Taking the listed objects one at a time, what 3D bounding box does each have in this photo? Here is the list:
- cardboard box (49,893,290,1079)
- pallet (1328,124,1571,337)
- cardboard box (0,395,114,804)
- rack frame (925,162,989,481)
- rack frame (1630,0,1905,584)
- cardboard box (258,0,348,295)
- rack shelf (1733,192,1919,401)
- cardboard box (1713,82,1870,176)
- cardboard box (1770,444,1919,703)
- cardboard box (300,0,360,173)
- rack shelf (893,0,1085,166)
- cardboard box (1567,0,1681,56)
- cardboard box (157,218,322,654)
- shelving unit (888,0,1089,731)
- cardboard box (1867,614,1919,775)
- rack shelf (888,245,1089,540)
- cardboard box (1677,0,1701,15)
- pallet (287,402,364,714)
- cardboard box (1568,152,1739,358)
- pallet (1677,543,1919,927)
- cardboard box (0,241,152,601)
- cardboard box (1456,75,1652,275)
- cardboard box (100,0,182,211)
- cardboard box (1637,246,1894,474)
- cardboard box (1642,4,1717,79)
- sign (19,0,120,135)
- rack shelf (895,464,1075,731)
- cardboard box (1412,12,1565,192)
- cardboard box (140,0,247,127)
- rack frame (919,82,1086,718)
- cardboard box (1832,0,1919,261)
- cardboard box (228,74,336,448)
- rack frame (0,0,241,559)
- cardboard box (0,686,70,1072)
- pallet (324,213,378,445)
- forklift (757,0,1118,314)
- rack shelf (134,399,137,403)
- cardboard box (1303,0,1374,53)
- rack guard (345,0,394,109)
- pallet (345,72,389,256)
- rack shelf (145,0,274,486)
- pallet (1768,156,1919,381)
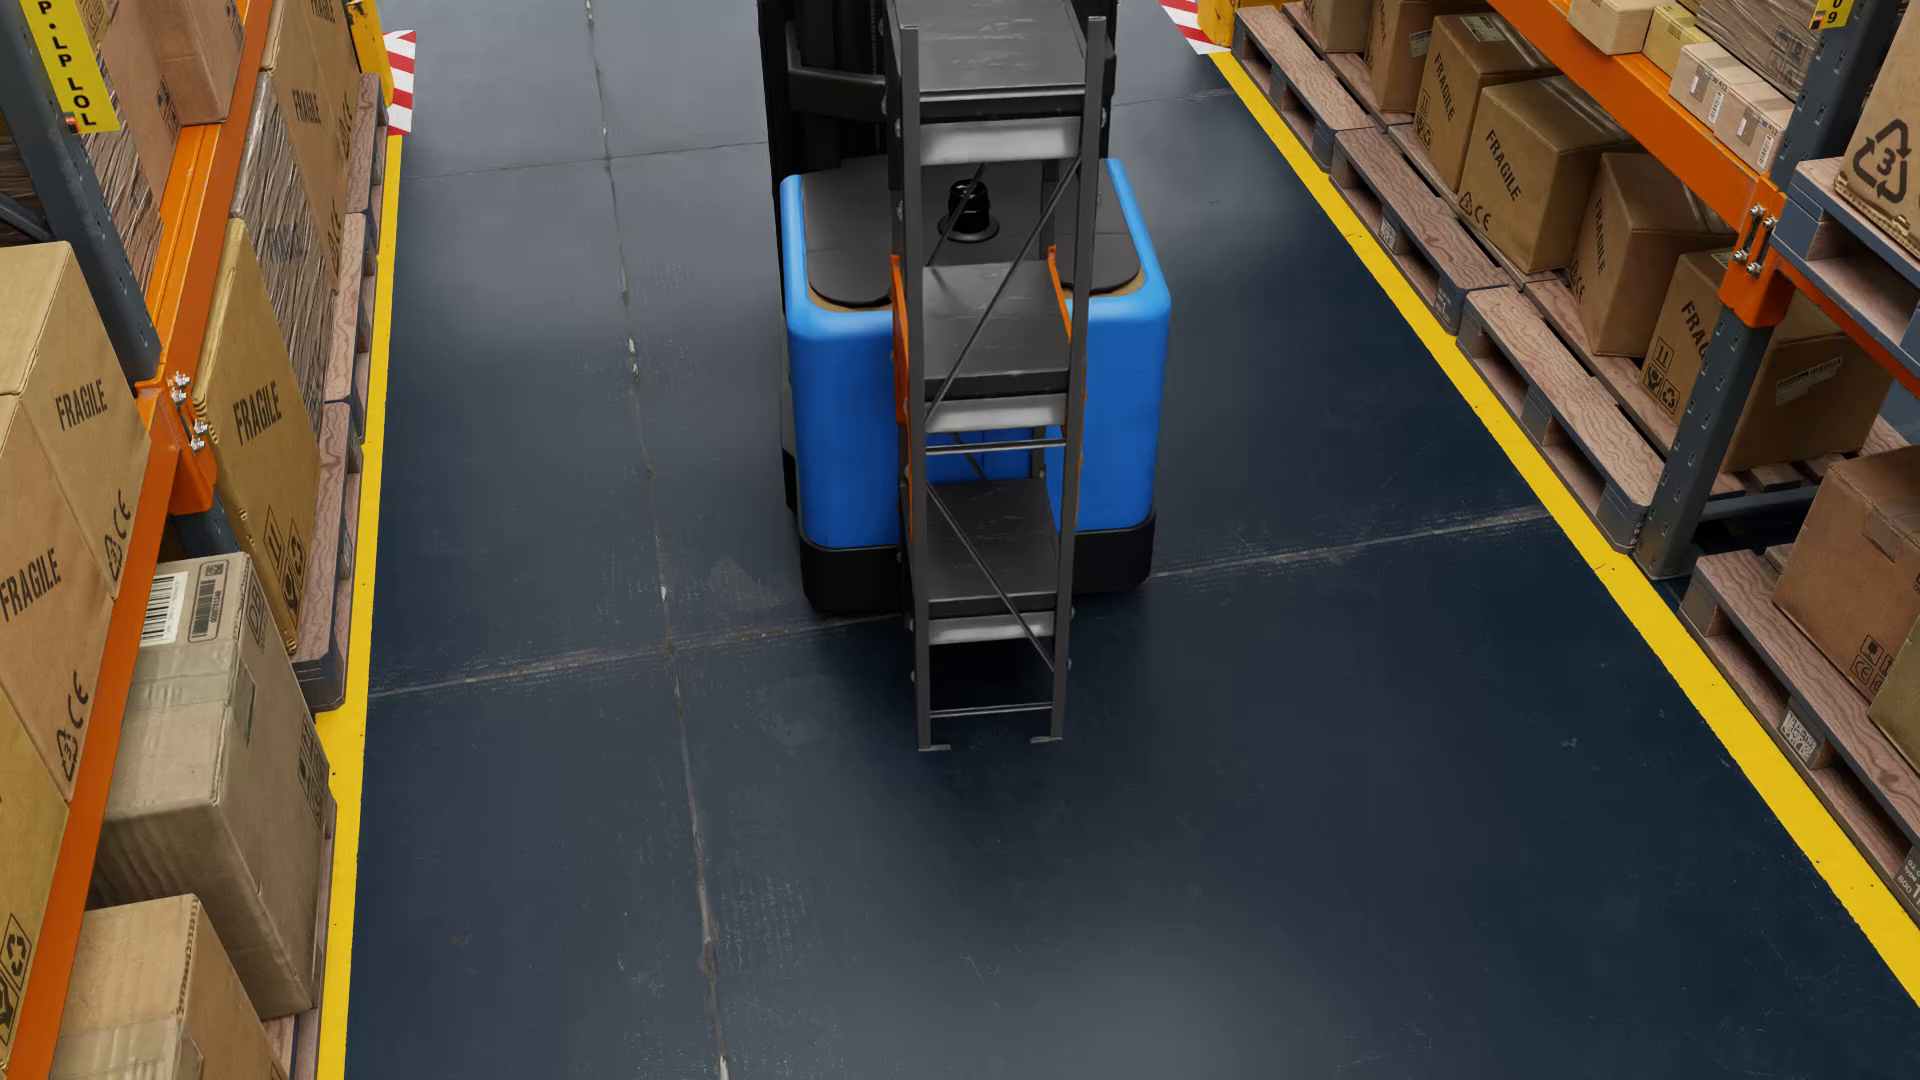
[{"bbox_3d":[-1.844,1.244,2.967,1.050,0.750,0.750,-8,42,-9],"label":"cardboard box"},{"bbox_3d":[2.148,-1.281,6.534,1.003,0.211,1.213,-8,42,-9],"label":"pallet"},{"bbox_3d":[-1.788,0.134,2.764,0.500,0.500,0.500,-9,42,-10],"label":"cardboard box"},{"bbox_3d":[0.031,-0.537,4.274,0.380,1.831,0.006,-4,42,-5],"label":"rack frame"},{"bbox_3d":[2.594,-1.101,4.231,1.000,3.000,0.127,-8,42,-9],"label":"rack frame"},{"bbox_3d":[-2.731,-1.411,5.864,0.875,0.875,0.875,-9,42,-10],"label":"cardboard box"},{"bbox_3d":[3.026,0.465,3.009,1.077,0.370,4.000,-8,42,-9],"label":"rack shelf"},{"bbox_3d":[2.261,-1.104,4.424,0.380,0.149,0.250,-8,42,-9],"label":"cardboard box"},{"bbox_3d":[2.706,0.071,4.462,0.700,0.500,0.500,-11,43,-13],"label":"cardboard box"},{"bbox_3d":[-2.923,-1.981,6.506,0.875,0.875,0.875,-8,42,-9],"label":"cardboard box"},{"bbox_3d":[0.059,-0.992,3.546,0.368,0.174,0.457,-4,42,-5],"label":"rack shelf"},{"bbox_3d":[2.058,-1.584,4.964,0.380,0.149,0.250,-8,42,-9],"label":"cardboard box"},{"bbox_3d":[-2.338,-0.236,4.540,0.875,0.875,0.875,-8,42,-9],"label":"cardboard box"},{"bbox_3d":[-5.602,-0.808,2.208,11.925,5.092,1.531,-4,42,-5],"label":"shelving unit"},{"bbox_3d":[2.790,0.382,4.111,0.700,0.500,0.500,-9,42,-10],"label":"cardboard box"},{"bbox_3d":[0.059,-0.366,4.102,0.431,0.518,0.480,-4,42,-5],"label":"rack shelf"},{"bbox_3d":[2.484,-1.879,4.808,0.875,0.500,0.500,-8,42,-9],"label":"cardboard box"},{"bbox_3d":[-2.358,0.083,4.997,1.003,0.211,1.213,-8,42,-9],"label":"pallet"},{"bbox_3d":[2.224,-2.451,6.008,1.144,2.239,2.984,4,42,4],"label":"cardboard box"},{"bbox_3d":[2.764,0.447,4.588,1.003,0.211,1.213,-8,42,-9],"label":"pallet"},{"bbox_3d":[-1.897,-0.193,3.133,0.500,0.500,0.500,-9,42,-10],"label":"cardboard box"},{"bbox_3d":[2.205,-1.349,6.077,0.500,0.500,0.500,-12,43,-13],"label":"cardboard box"},{"bbox_3d":[-2.503,-1.102,4.119,0.875,0.550,0.550,-8,42,-9],"label":"cardboard box"},{"bbox_3d":[2.547,-0.588,5.220,0.500,0.500,0.500,-10,42,-11],"label":"cardboard box"},{"bbox_3d":[2.221,-1.438,4.800,0.380,0.149,0.250,-8,42,-9],"label":"cardboard box"},{"bbox_3d":[-1.743,-0.943,3.240,0.100,0.325,0.005,-8,42,-9],"label":"sign"},{"bbox_3d":[0.059,0.157,4.566,0.431,0.518,0.480,-4,42,-5],"label":"rack shelf"},{"bbox_3d":[2.128,-1.718,6.492,0.500,0.500,0.500,-5,42,-5],"label":"cardboard box"},{"bbox_3d":[-2.504,-1.469,4.533,0.875,0.550,0.550,-8,42,-9],"label":"cardboard box"},{"bbox_3d":[0.083,-0.215,3.911,0.380,1.831,0.006,-4,42,-5],"label":"rack frame"},{"bbox_3d":[2.629,-0.947,3.289,1.000,1.000,1.000,-8,42,-9],"label":"cardboard box"},{"bbox_3d":[-2.536,-0.820,5.198,0.875,0.875,0.875,-8,42,-9],"label":"cardboard box"},{"bbox_3d":[-2.271,-0.456,3.504,1.000,3.000,0.127,-8,42,-9],"label":"rack frame"},{"bbox_3d":[-1.679,0.462,2.395,0.500,0.500,0.500,-8,42,-9],"label":"cardboard box"},{"bbox_3d":[-2.625,-0.709,5.890,1.003,0.211,1.213,-8,42,-9],"label":"pallet"},{"bbox_3d":[-0.090,-1.861,5.139,1.121,2.935,3.031,-4,42,-5],"label":"forklift"},{"bbox_3d":[-1.839,1.037,2.217,0.919,0.124,3.809,-8,42,-9],"label":"rack shelf"},{"bbox_3d":[1.849,-2.509,7.383,0.500,0.500,0.500,-1,42,-1],"label":"cardboard box"},{"bbox_3d":[-3.139,-2.129,7.272,1.175,0.500,0.348,-8,42,-9],"label":"rack guard"},{"bbox_3d":[-2.885,-1.498,6.779,1.003,0.211,1.213,-8,42,-9],"label":"pallet"},{"bbox_3d":[-2.702,-1.483,5.203,1.077,0.370,4.000,-8,42,-9],"label":"rack shelf"},{"bbox_3d":[2.617,-0.513,3.713,1.003,0.211,1.213,-8,42,-9],"label":"pallet"}]
